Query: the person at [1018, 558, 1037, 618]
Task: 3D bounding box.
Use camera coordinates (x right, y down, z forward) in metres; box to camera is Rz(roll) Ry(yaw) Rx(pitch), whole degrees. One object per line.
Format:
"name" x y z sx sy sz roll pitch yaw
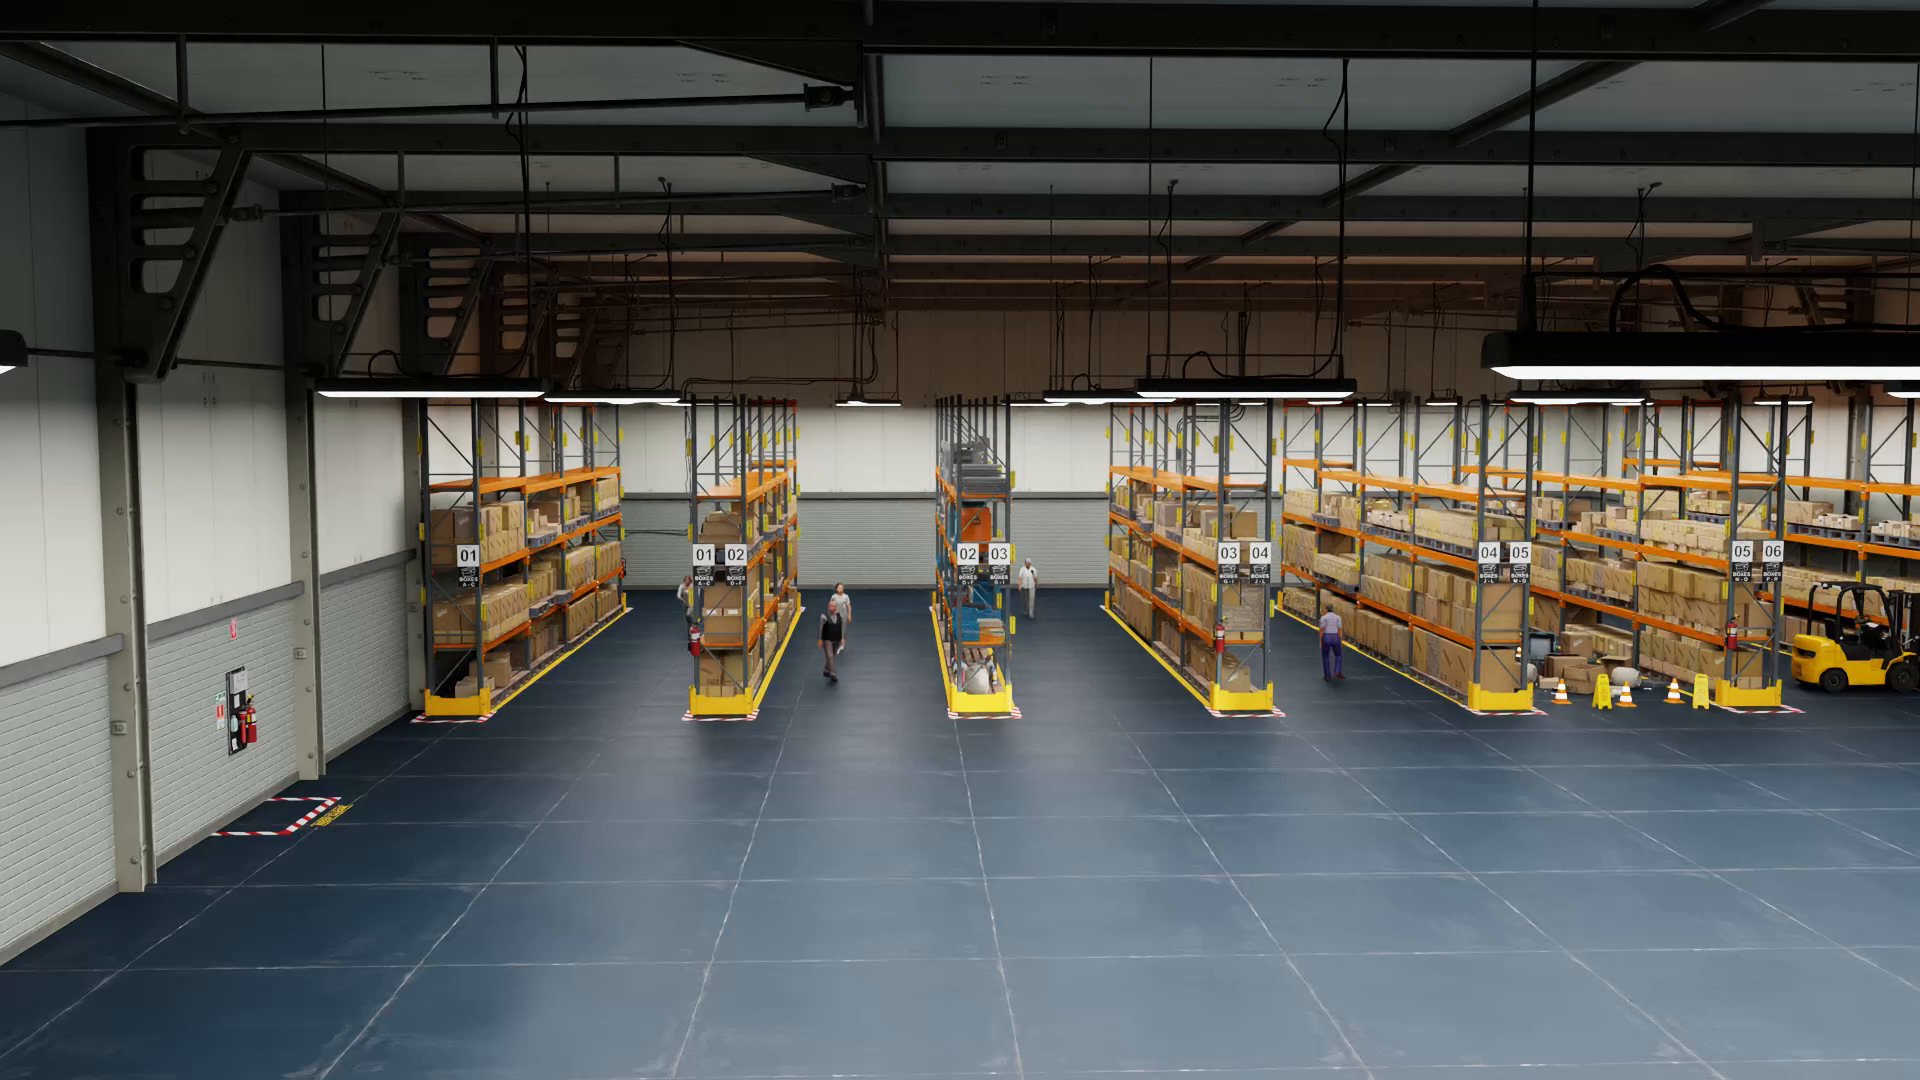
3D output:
"person" 1.869 1.303 45.714 0.525 1.596 1.037 0 4 1

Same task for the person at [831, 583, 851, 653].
"person" -2.812 1.817 39.048 0.502 1.599 1.044 -1 5 -12

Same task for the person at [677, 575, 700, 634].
"person" -6.869 1.634 42.126 0.493 1.515 0.784 1 5 9

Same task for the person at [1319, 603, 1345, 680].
"person" 7.833 2.151 35.048 0.536 1.645 0.522 0 4 -1

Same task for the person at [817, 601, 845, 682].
"person" -2.669 2.112 34.945 0.555 1.664 1.022 -3 5 -35
